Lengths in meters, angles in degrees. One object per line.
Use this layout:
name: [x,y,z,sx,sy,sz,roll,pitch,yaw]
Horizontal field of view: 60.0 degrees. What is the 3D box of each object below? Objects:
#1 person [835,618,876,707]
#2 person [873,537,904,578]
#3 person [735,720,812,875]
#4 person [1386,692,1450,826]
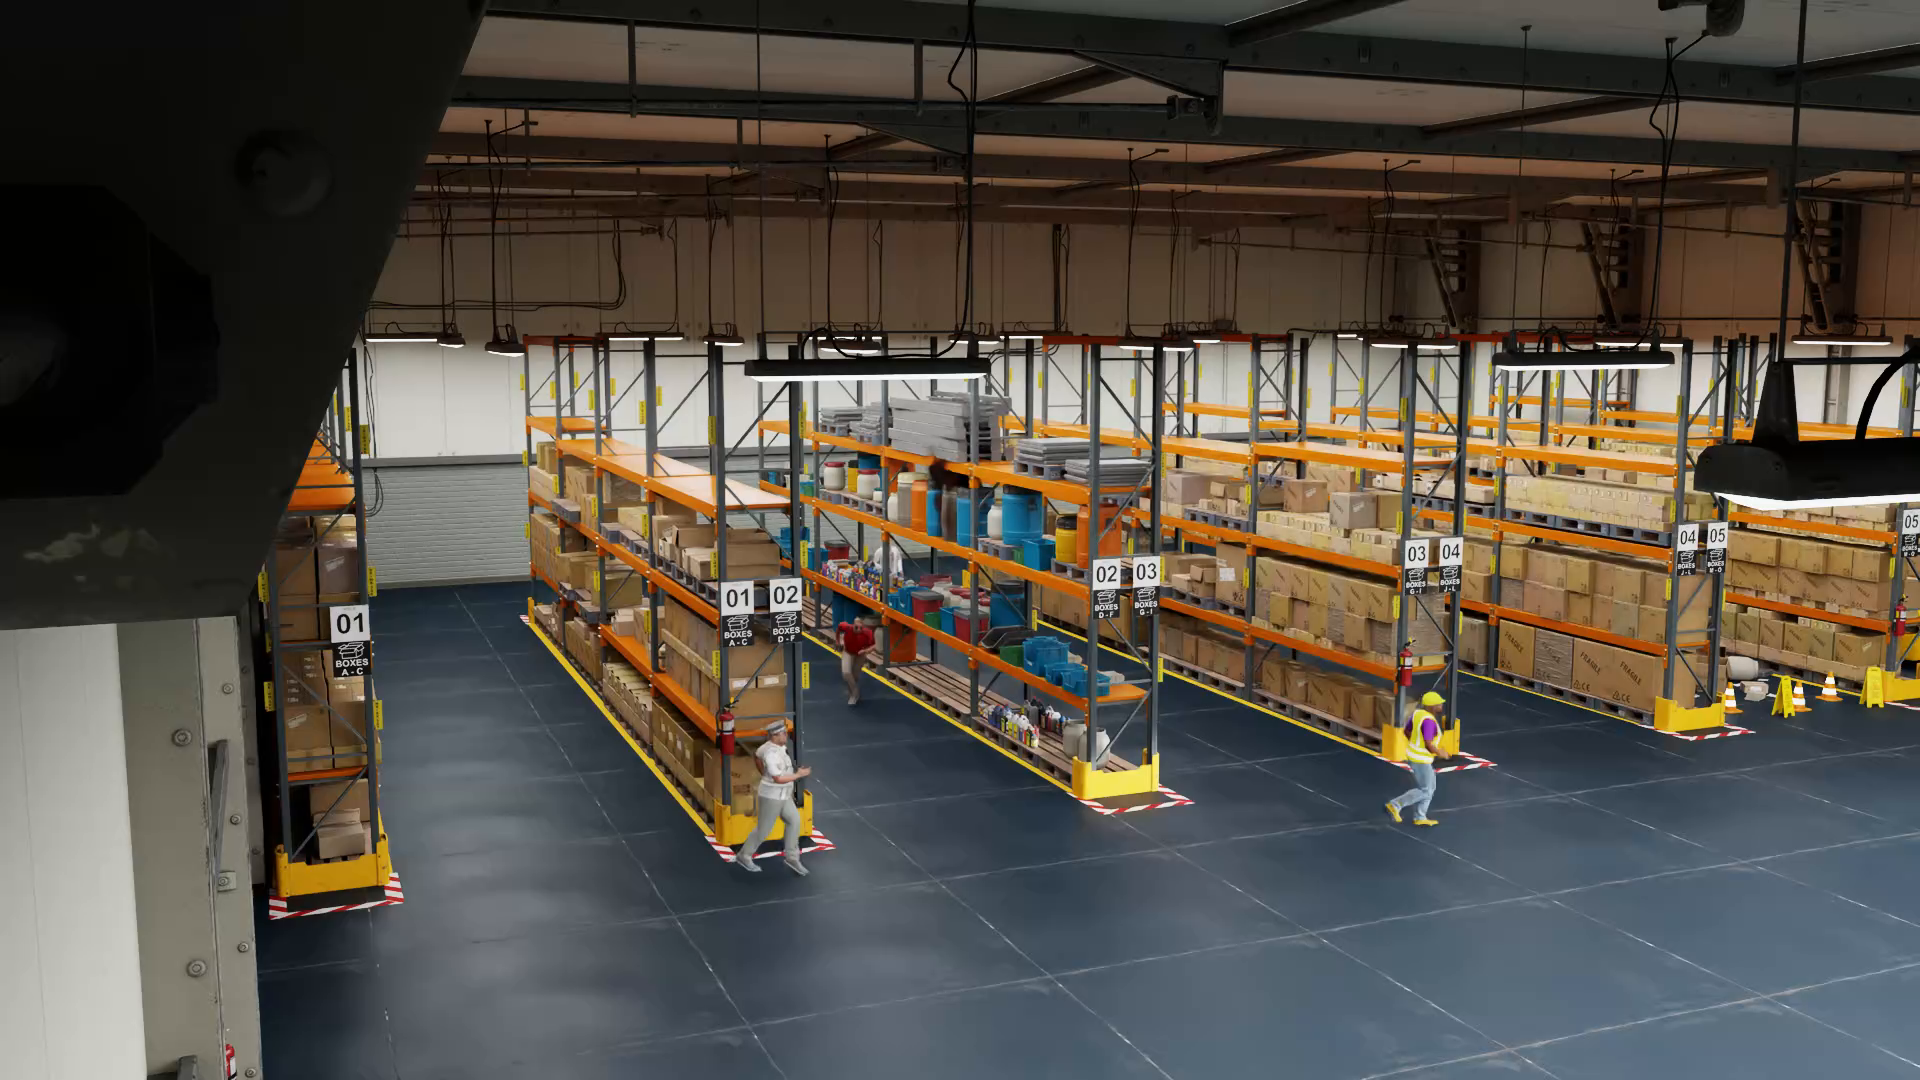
person: [-1.735,1.952,27.555,0.671,1.500,1.155,-1,8,-4]
person: [-1.521,0.730,35.521,0.697,1.658,0.603,-4,8,-26]
person: [-2.110,2.947,18.923,0.860,1.840,0.615,1,8,6]
person: [5.707,2.743,20.769,0.761,1.714,0.701,0,8,1]
